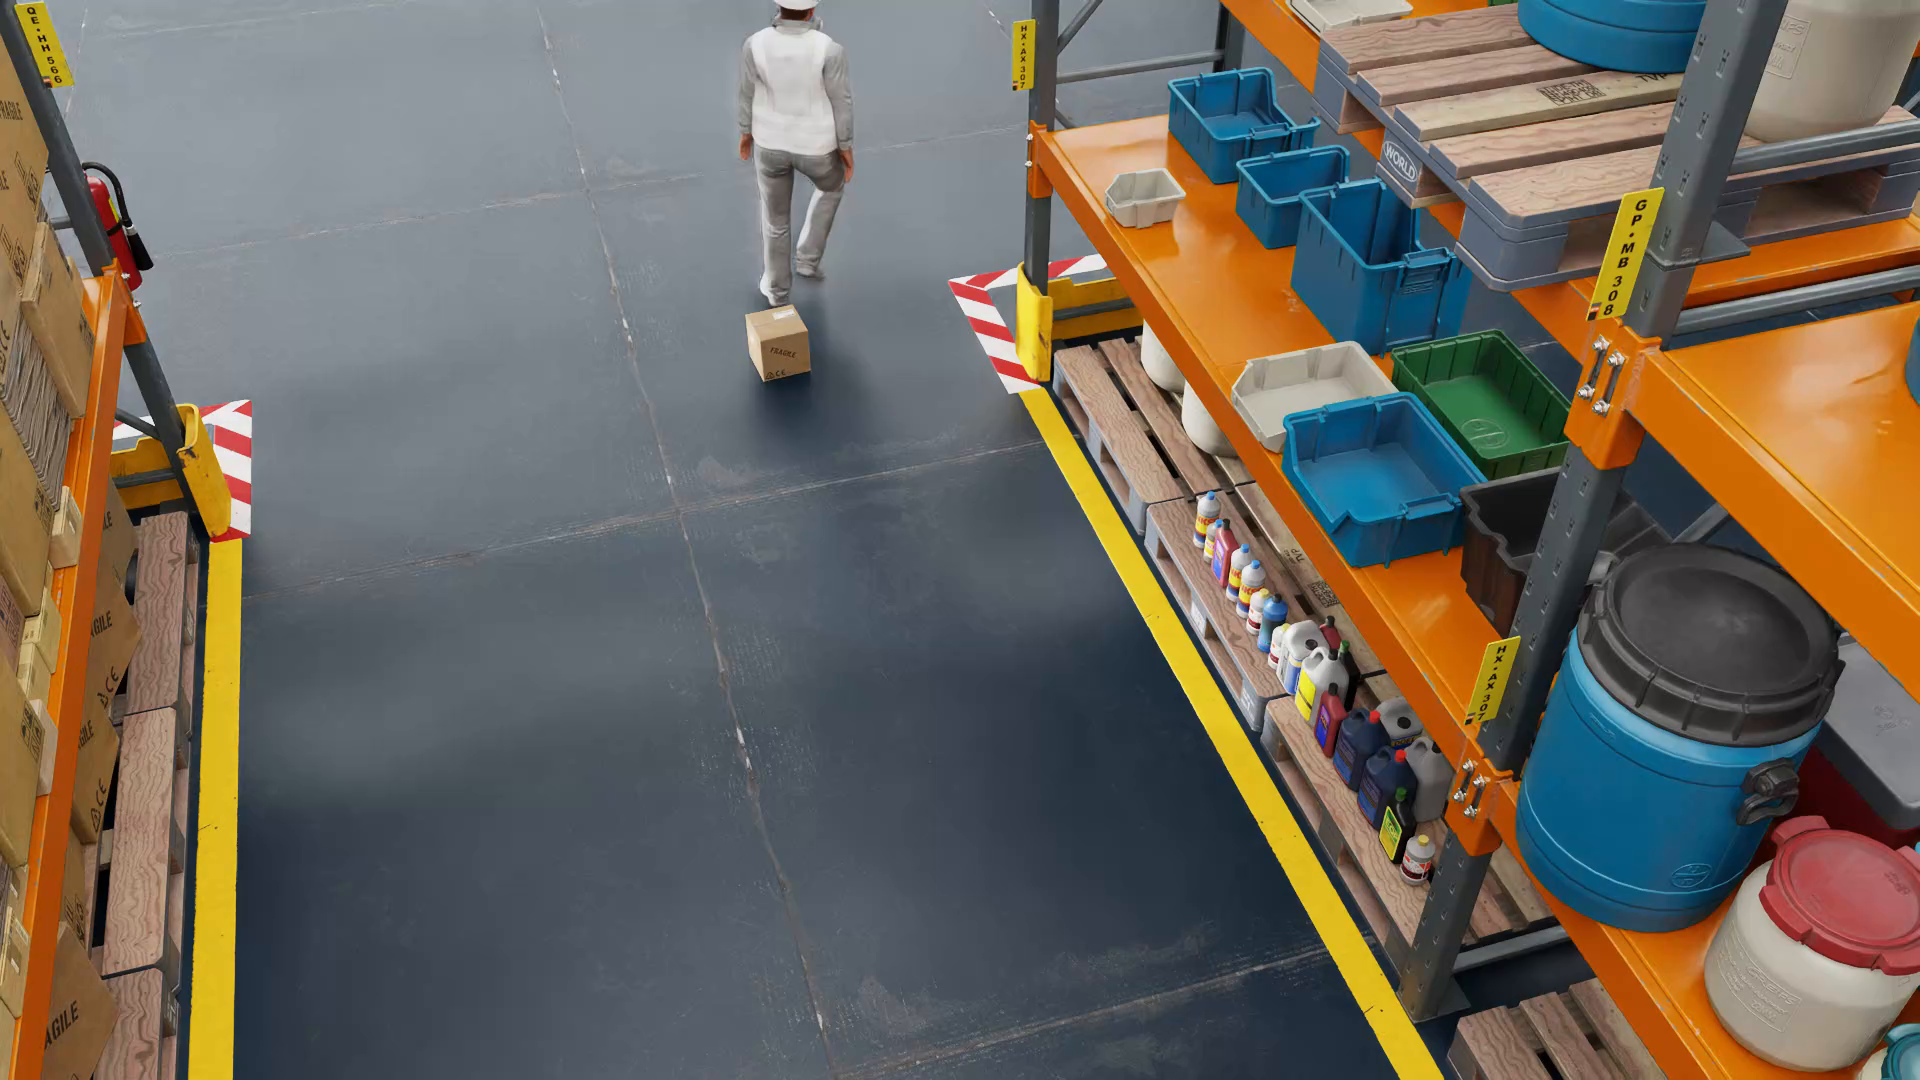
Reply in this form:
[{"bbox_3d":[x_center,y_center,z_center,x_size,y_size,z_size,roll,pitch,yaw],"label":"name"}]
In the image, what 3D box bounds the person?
[{"bbox_3d":[-0.825,-2.012,8.367,0.606,1.779,0.508,1,42,1],"label":"person"}]
